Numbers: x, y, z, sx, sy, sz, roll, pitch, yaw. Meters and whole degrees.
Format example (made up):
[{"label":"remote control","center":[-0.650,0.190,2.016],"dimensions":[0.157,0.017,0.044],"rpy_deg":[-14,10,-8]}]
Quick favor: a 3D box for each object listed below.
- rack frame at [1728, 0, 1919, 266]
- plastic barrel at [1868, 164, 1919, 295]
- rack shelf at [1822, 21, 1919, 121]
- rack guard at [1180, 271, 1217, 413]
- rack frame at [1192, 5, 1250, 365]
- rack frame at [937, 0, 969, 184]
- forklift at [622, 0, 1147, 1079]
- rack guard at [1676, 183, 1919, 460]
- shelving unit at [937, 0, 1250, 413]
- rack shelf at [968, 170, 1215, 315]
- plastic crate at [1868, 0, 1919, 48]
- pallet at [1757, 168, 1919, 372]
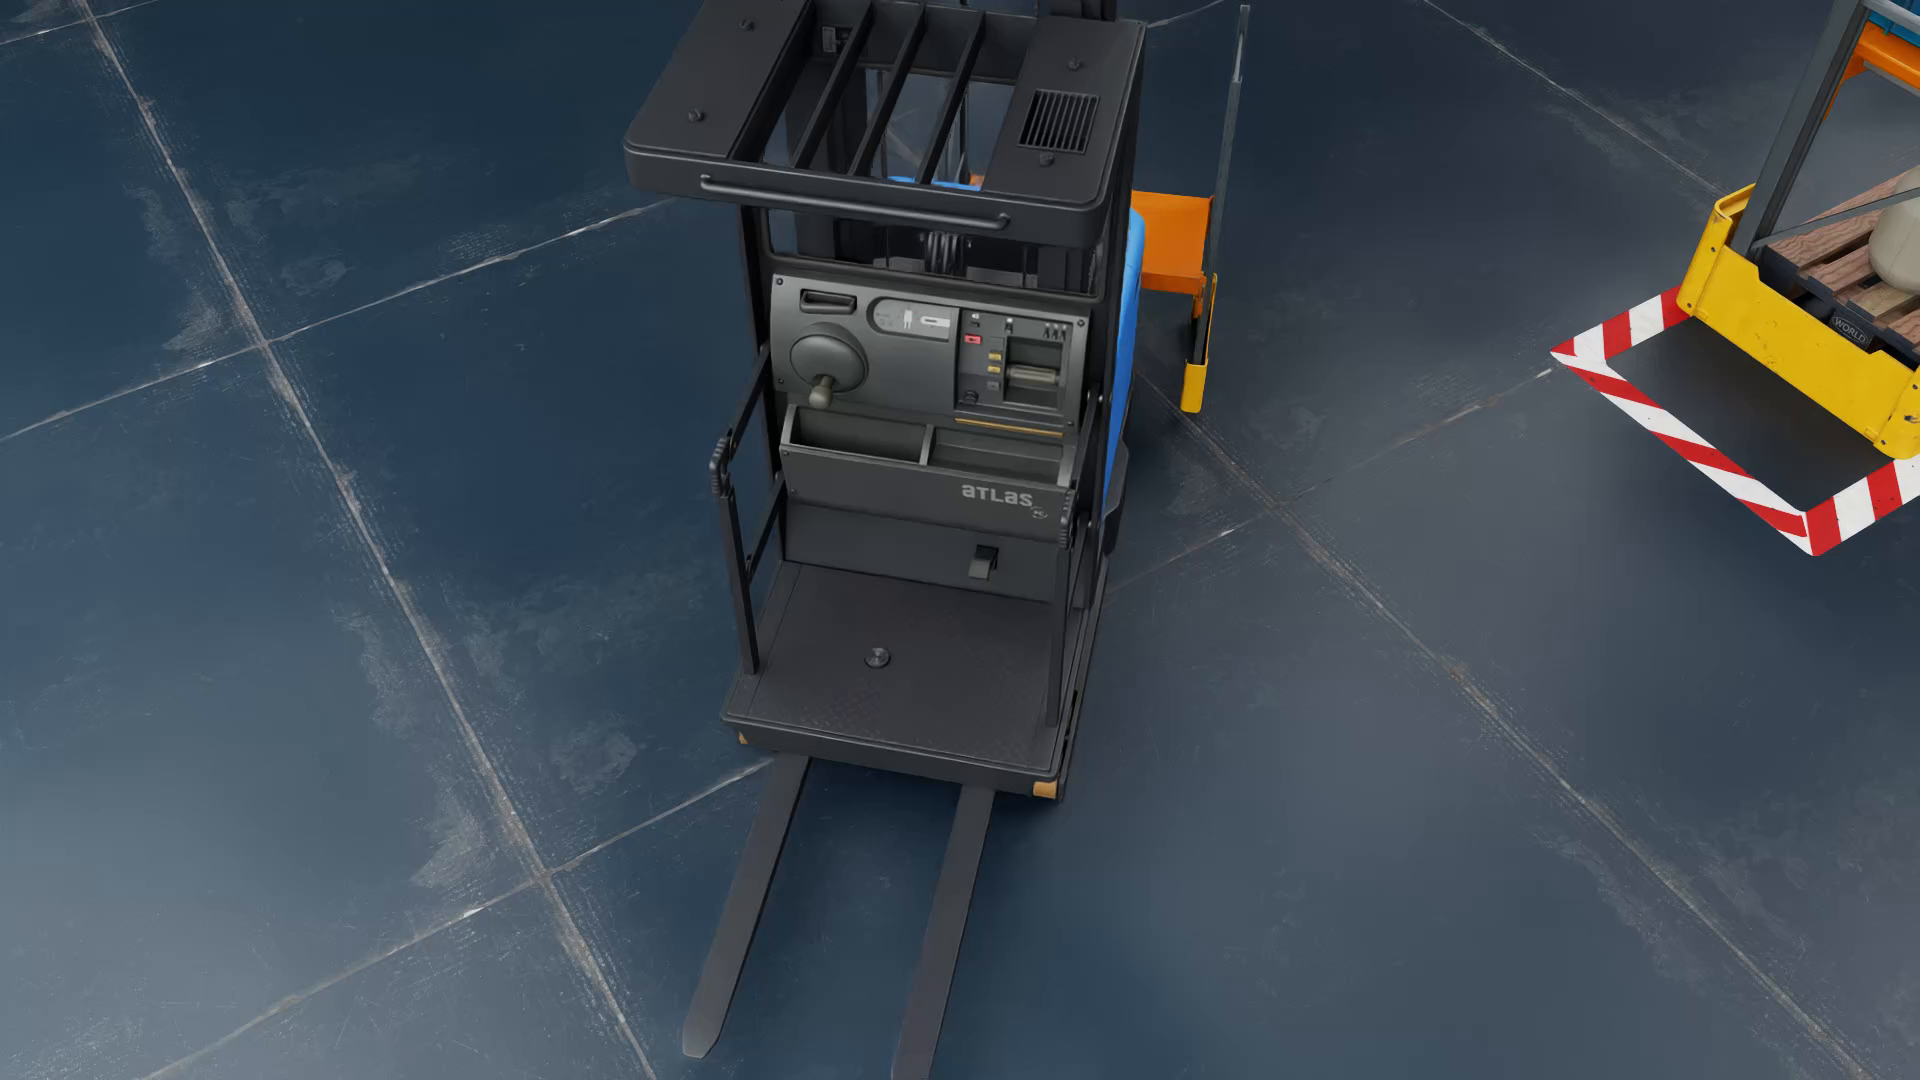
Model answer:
[{"label":"rack frame","center":[3.476,-1.672,5.730],"dimensions":[0.127,3.000,1.000],"rpy_deg":[-25,53,-21]},{"label":"plastic barrel","center":[3.992,-1.294,6.779],"dimensions":[0.421,0.512,0.421],"rpy_deg":[0,48,0]},{"label":"rack shelf","center":[5.168,-2.229,6.708],"dimensions":[4.000,0.370,1.077],"rpy_deg":[-25,53,-21]},{"label":"rack guard","center":[0.977,-0.815,6.808],"dimensions":[0.087,0.250,0.587],"rpy_deg":[7,49,7]},{"label":"rack frame","center":[0.978,-1.230,6.341],"dimensions":[0.032,1.500,0.500],"rpy_deg":[7,49,7]},{"label":"rack frame","center":[-0.023,-1.361,6.458],"dimensions":[0.032,1.500,0.500],"rpy_deg":[7,49,7]},{"label":"forklift","center":[-0.137,-0.436,4.676],"dimensions":[1.130,2.935,3.031],"rpy_deg":[9,49,8]},{"label":"rack guard","center":[3.516,-0.900,6.717],"dimensions":[0.348,0.500,1.175],"rpy_deg":[-25,53,-21]},{"label":"shelving unit","center":[0.486,-1.295,6.399],"dimensions":[1.083,1.500,0.587],"rpy_deg":[7,49,7]},{"label":"rack shelf","center":[0.477,-1.176,6.534],"dimensions":[1.000,0.185,0.538],"rpy_deg":[7,49,7]},{"label":"plastic crate","center":[3.740,-2.011,6.132],"dimensions":[0.616,0.251,0.499],"rpy_deg":[-25,53,-21]},{"label":"pallet","center":[4.205,-1.125,7.110],"dimensions":[1.213,0.211,1.003],"rpy_deg":[-25,53,-21]}]
